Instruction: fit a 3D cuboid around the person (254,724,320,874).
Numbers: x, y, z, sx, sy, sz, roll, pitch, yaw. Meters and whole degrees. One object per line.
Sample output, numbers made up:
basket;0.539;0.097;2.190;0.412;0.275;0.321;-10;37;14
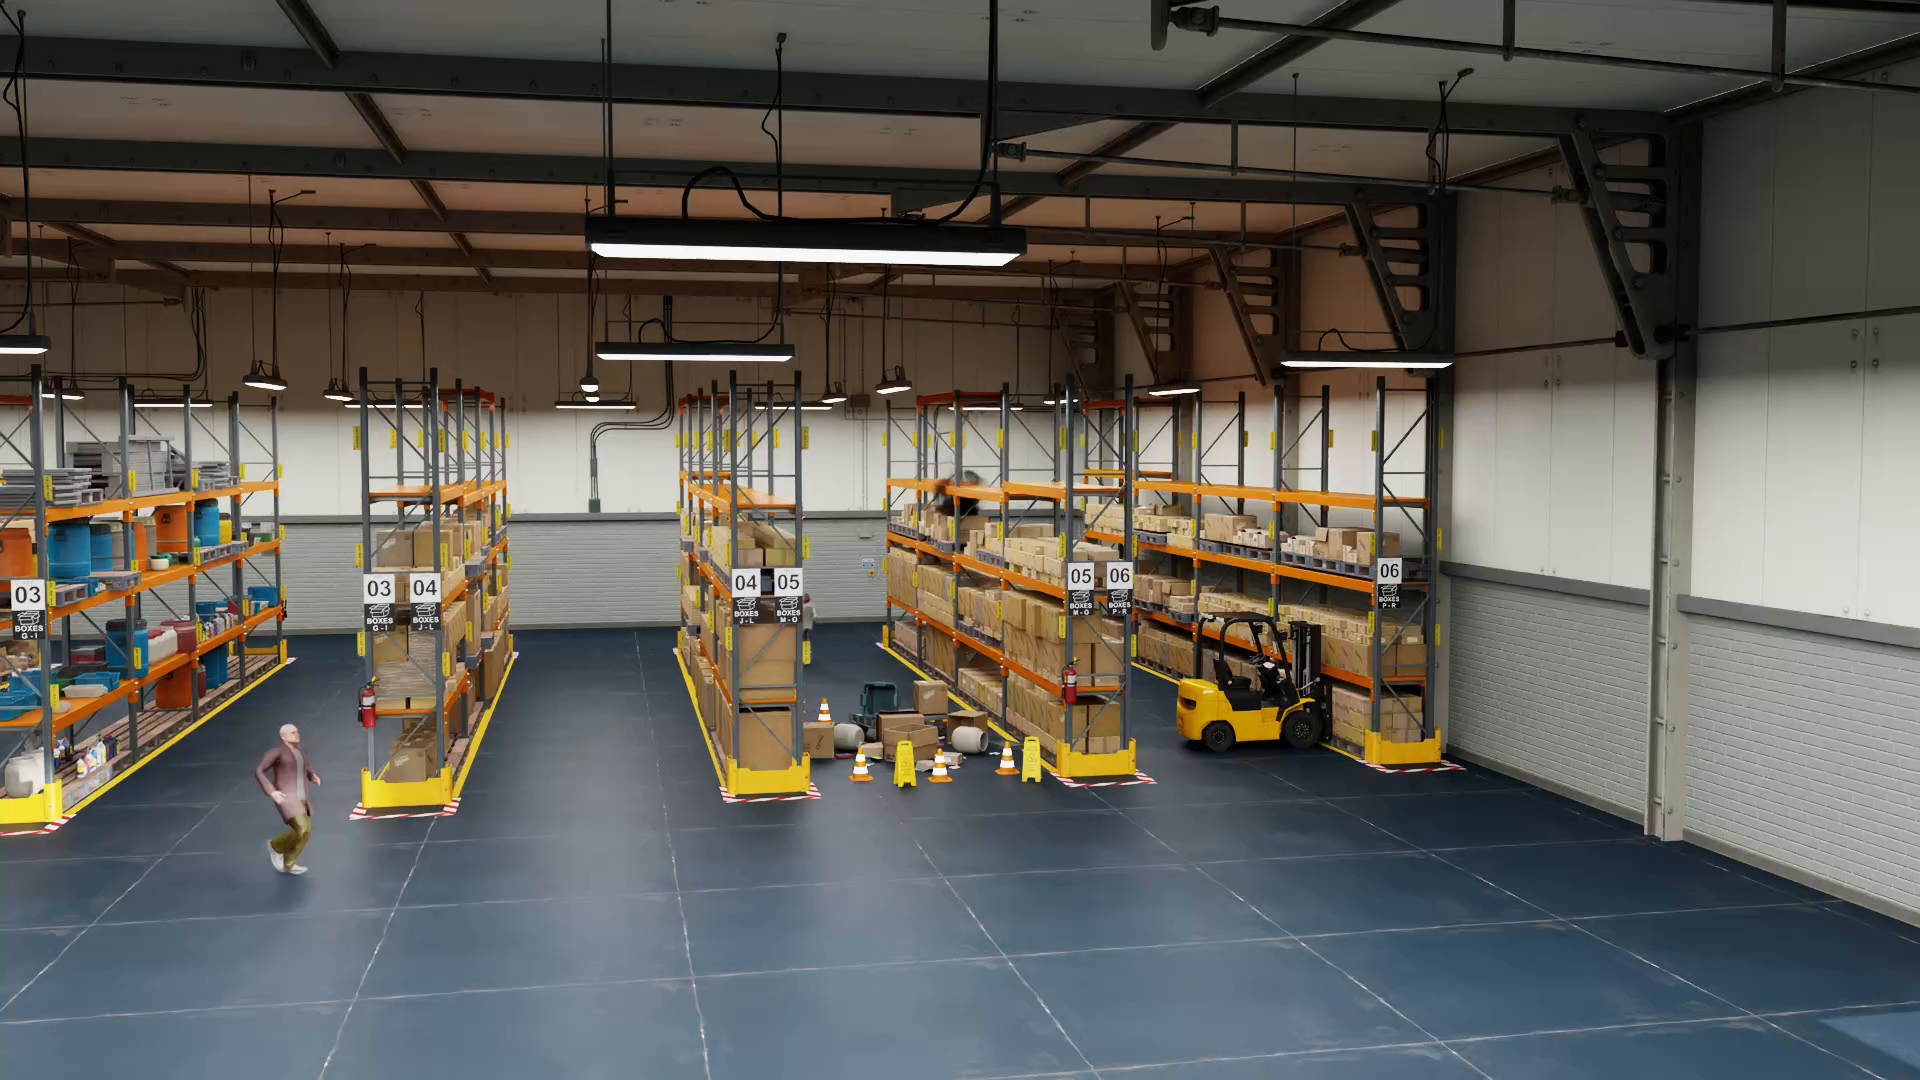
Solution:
person;-7.684;2.988;19.163;0.572;1.736;0.774;1;4;18

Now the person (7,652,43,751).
person;-14.888;2.596;26.525;0.599;1.652;0.524;-1;3;-10

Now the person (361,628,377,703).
person;-11.055;2.242;31.534;0.669;1.810;0.800;-1;4;-21

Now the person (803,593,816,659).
person;-3.520;1.966;37.554;0.521;1.546;0.564;-1;4;-23
